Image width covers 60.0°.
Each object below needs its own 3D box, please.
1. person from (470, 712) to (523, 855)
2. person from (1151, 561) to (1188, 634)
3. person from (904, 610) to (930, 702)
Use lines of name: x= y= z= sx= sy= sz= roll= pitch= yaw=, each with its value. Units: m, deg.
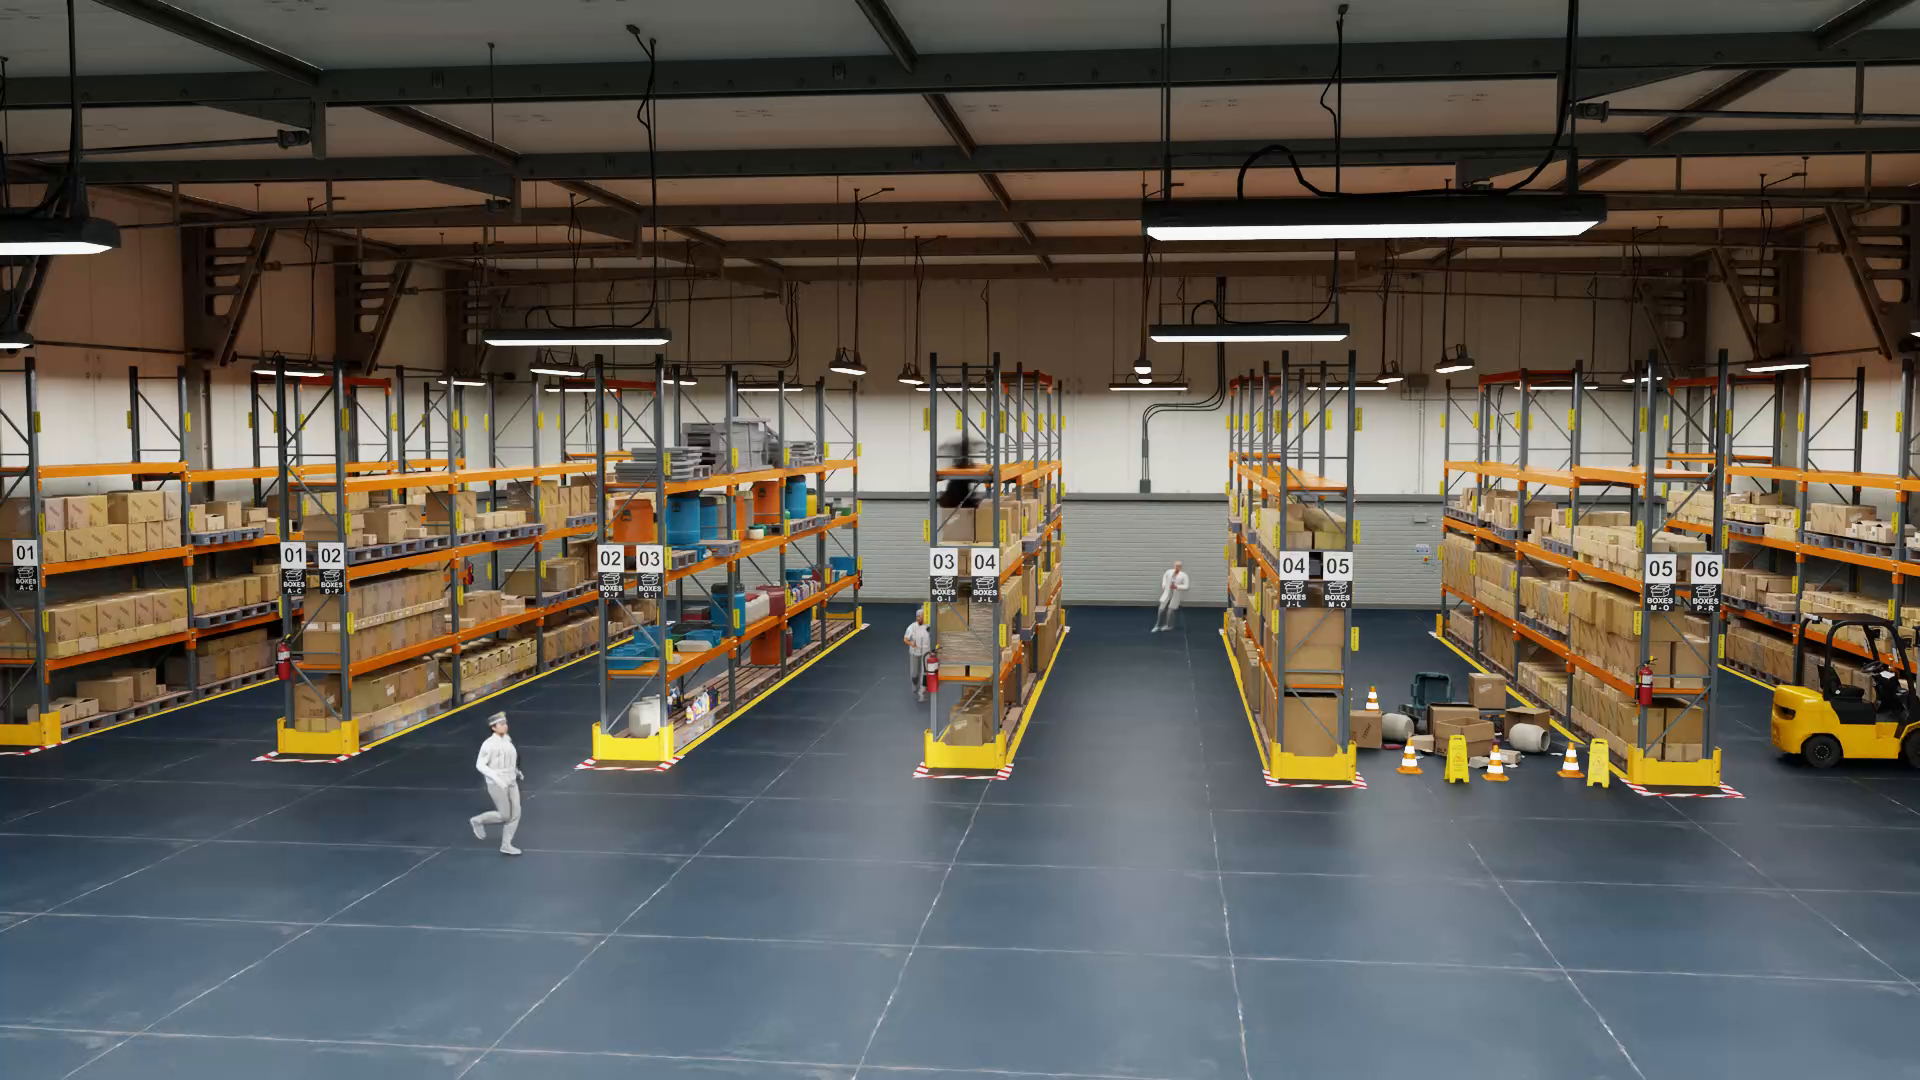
person: x=-5.365 y=2.811 z=19.341 sx=0.642 sy=1.658 sz=0.615 roll=2 pitch=4 yaw=23
person: x=5.019 y=1.355 z=39.479 sx=0.848 sy=1.737 sz=0.795 roll=2 pitch=4 yaw=25
person: x=-0.709 y=2.063 z=30.005 sx=0.613 sy=1.636 sz=0.723 roll=0 pitch=4 yaw=-4
